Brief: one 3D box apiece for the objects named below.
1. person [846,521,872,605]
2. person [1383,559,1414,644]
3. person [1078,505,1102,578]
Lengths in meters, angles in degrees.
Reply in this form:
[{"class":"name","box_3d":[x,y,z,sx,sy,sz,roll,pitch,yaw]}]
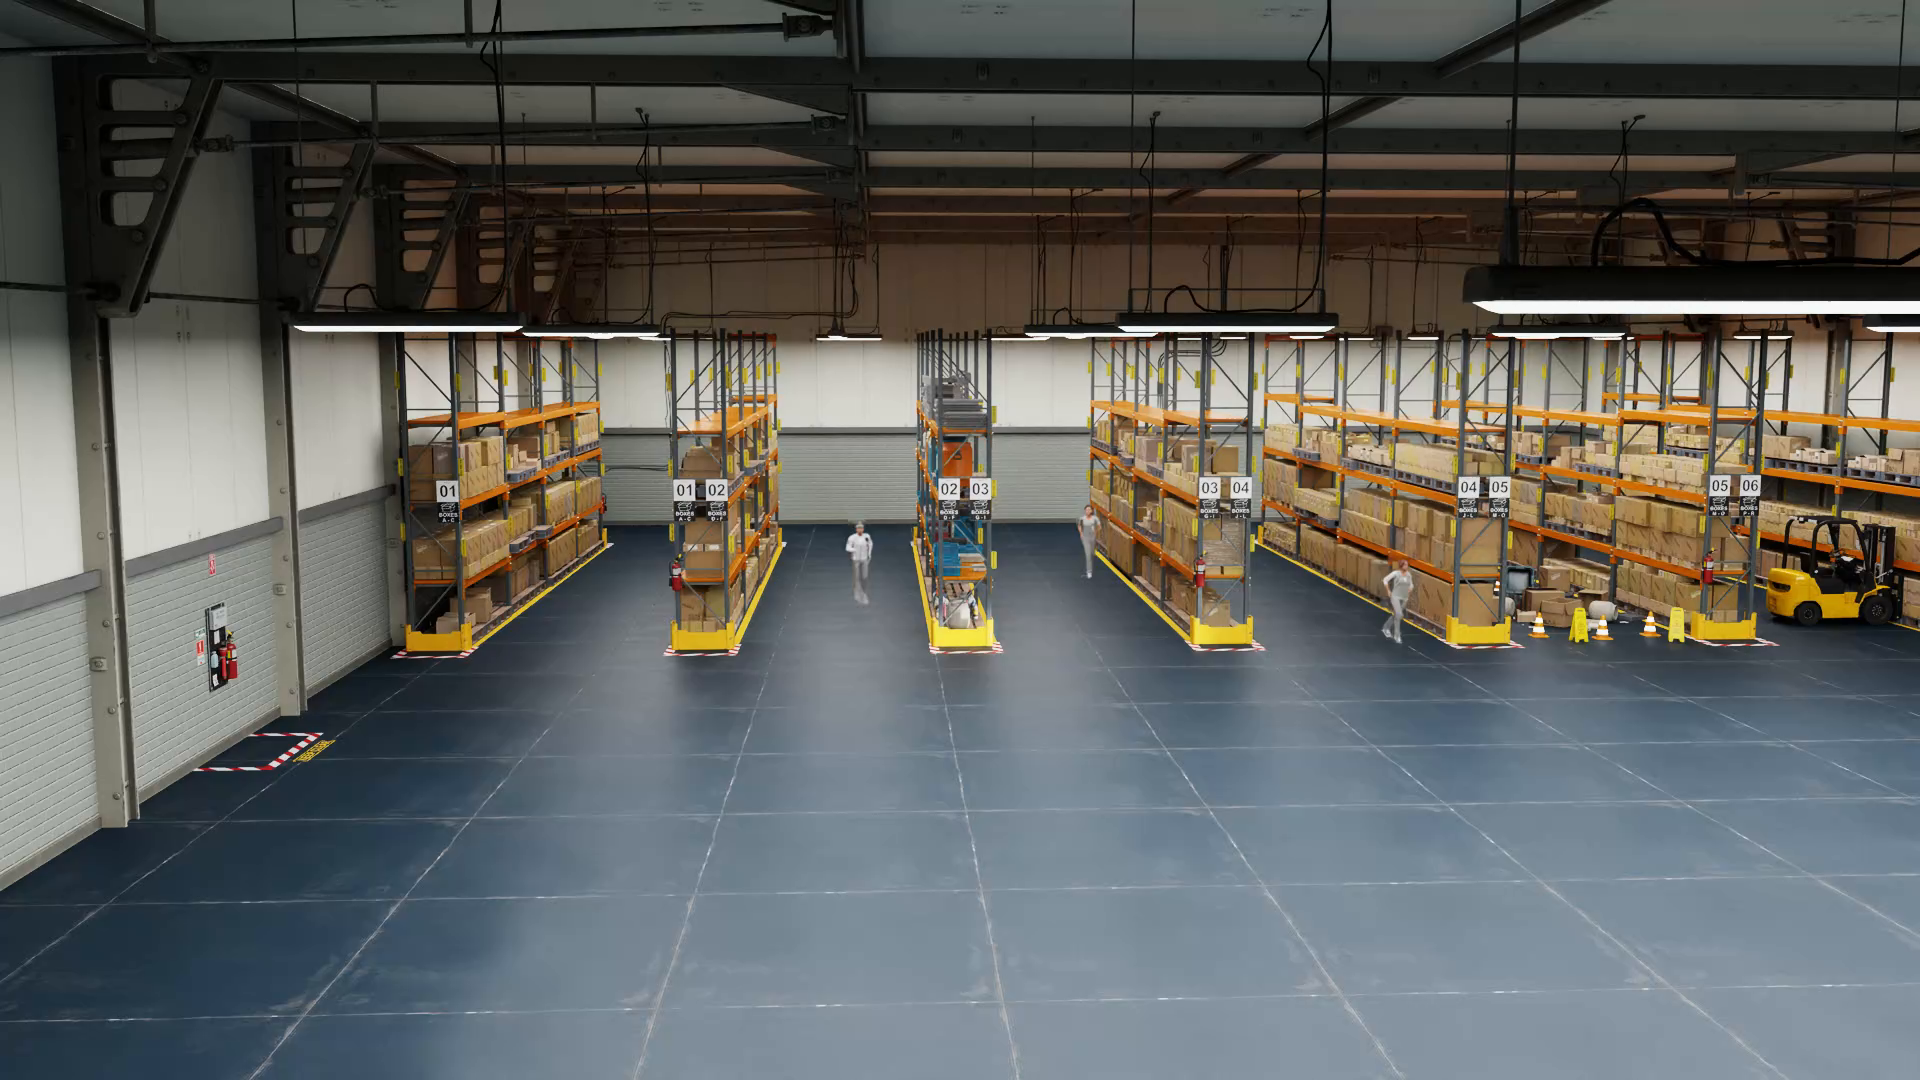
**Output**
[{"class":"person","box_3d":[-2.120,0.455,35.086,0.562,1.735,0.809,-1,7,-7]},{"class":"person","box_3d":[8.463,1.177,32.140,0.527,1.640,0.724,-3,7,-21]},{"class":"person","box_3d":[3.048,0.016,39.083,0.563,1.681,0.741,0,7,2]}]
